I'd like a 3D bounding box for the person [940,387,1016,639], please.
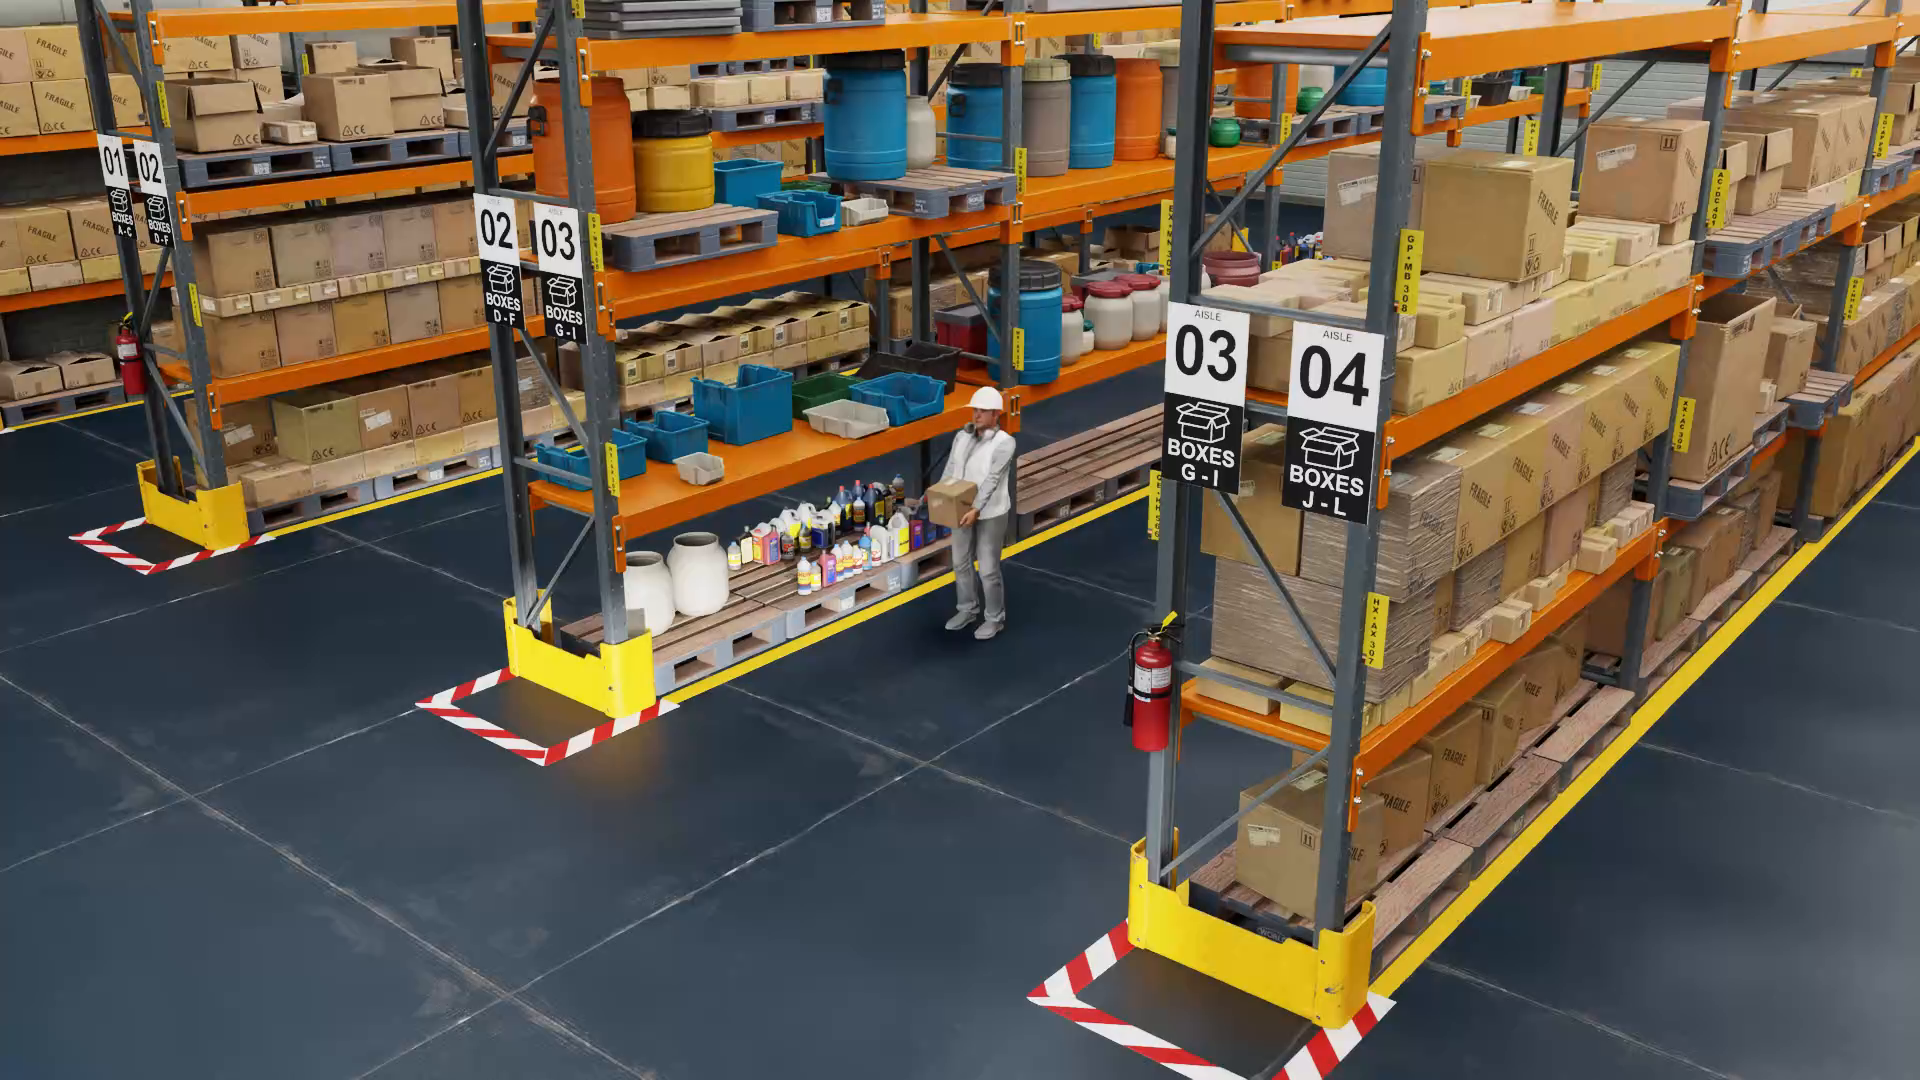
[{"bbox_3d":[0.088,-0.173,11.520,0.494,1.767,0.545,16,25,37],"label":"person"}]
